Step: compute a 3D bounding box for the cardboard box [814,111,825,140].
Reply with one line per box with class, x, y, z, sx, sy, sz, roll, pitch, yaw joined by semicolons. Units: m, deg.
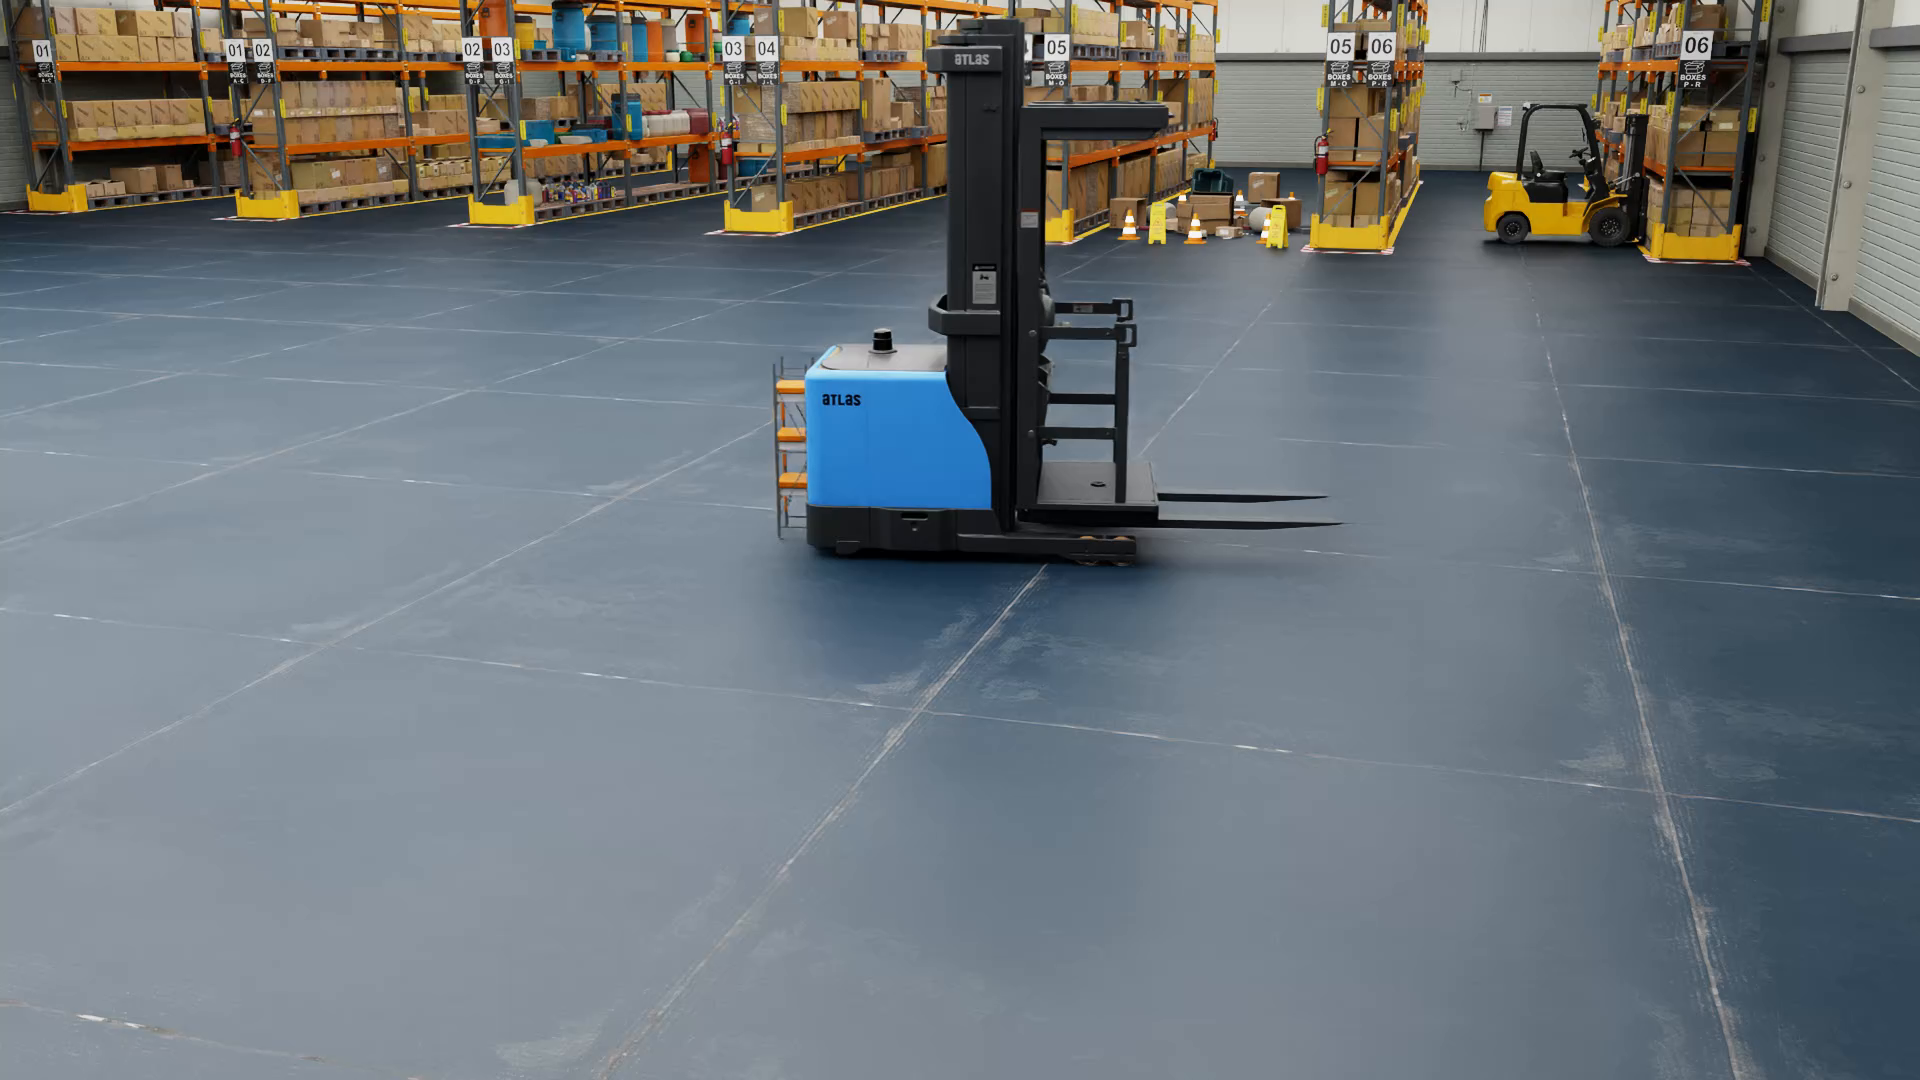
cardboard box;-2.927;-7.477;29.966;0.875;0.500;0.500;5;16;16

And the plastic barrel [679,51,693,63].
plastic barrel;-5.970;-10.524;36.223;0.294;0.245;0.294;0;16;0

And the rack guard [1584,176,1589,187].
rack guard;15.313;-8.558;39.085;1.175;0.500;0.348;5;16;16

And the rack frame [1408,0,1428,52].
rack frame;10.575;-13.051;39.349;1.000;3.000;0.127;5;16;16

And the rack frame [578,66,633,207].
rack frame;-7.086;-8.177;33.163;1.000;3.000;0.127;5;16;16

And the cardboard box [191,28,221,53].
cardboard box;-16.352;-10.776;35.874;0.500;0.500;0.500;7;17;24

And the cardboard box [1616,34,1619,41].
cardboard box;13.525;-10.197;33.750;0.380;0.149;0.250;4;16;15

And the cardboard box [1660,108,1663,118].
cardboard box;10.954;-6.549;25.506;0.380;0.149;0.250;5;17;17

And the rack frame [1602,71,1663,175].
rack frame;14.198;-8.734;35.125;1.000;3.000;0.127;5;16;16

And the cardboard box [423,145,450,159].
cardboard box;-14.000;-10.226;44.196;0.700;0.500;0.500;5;17;17

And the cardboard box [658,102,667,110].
cardboard box;-8.290;-11.612;45.088;0.500;0.500;0.500;5;17;18

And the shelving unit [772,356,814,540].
shelving unit;-0.968;-0.541;9.812;0.215;1.050;0.252;1;16;4

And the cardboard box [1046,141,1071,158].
cardboard box;1.315;-6.509;27.004;0.875;0.550;0.550;5;16;16

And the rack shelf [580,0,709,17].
rack shelf;-6.517;-11.048;34.342;1.077;0.370;4.000;5;16;16

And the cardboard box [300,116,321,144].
cardboard box;-12.681;-7.823;31.730;0.700;0.500;0.500;5;17;17

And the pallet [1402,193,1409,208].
pallet;8.598;-6.930;33.876;1.003;0.211;1.213;5;16;16

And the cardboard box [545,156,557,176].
cardboard box;-10.003;-8.983;39.779;0.500;0.500;0.500;4;16;15

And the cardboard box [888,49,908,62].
cardboard box;-1.373;-9.805;33.680;0.500;0.250;0.500;5;17;17

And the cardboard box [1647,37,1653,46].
cardboard box;11.946;-8.525;28.397;0.380;0.149;0.250;5;16;16

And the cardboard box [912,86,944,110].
cardboard box;-0.789;-9.731;36.618;0.797;0.503;0.637;5;17;17

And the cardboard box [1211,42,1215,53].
cardboard box;5.913;-11.993;40.477;0.500;0.250;0.500;4;16;14

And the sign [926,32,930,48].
sign;-0.680;-10.489;34.868;0.100;0.325;0.005;5;16;16

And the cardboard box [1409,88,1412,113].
cardboard box;8.808;-8.841;33.487;0.500;0.500;0.500;5;16;16

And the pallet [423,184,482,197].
pallet;-11.317;-7.737;36.720;1.003;0.211;1.213;5;16;16

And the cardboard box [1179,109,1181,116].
cardboard box;4.740;-9.580;37.254;0.380;0.149;0.250;5;17;18

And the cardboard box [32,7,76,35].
cardboard box;-17.379;-9.963;31.909;0.500;0.500;0.500;3;16;12

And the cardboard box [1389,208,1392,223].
cardboard box;6.817;-5.324;27.372;0.500;0.250;0.500;6;17;20

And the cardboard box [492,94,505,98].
cardboard box;-13.309;-12.095;46.426;0.980;0.700;0.700;5;17;18

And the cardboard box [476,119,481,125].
cardboard box;-11.137;-9.347;37.450;0.500;0.311;0.500;4;16;15

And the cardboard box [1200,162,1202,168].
cardboard box;5.643;-9.063;40.193;0.380;0.149;0.250;5;17;17

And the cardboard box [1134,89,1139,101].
cardboard box;3.103;-8.574;32.547;0.700;0.500;0.500;4;16;15

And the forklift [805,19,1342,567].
forklift;0.666;-1.413;9.438;3.031;2.935;1.130;1;16;4

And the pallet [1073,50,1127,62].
pallet;2.603;-8.977;30.835;0.805;0.209;1.217;4;16;14

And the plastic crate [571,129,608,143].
plastic crate;-7.140;-7.795;32.088;0.499;0.251;0.616;5;16;16

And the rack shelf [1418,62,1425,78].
rack shelf;10.006;-10.738;38.012;1.077;0.370;4.000;5;16;16

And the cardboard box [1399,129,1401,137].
cardboard box;7.625;-7.226;29.500;0.380;0.149;0.250;5;17;17

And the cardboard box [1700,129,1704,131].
cardboard box;11.322;-5.889;24.910;0.500;0.500;0.500;5;17;18

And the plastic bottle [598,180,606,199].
plastic bottle;-7.047;-6.874;32.615;0.144;0.351;0.185;4;16;13

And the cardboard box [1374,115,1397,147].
cardboard box;6.853;-6.675;27.137;0.500;0.500;0.500;4;16;15

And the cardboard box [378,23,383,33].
cardboard box;-14.687;-12.882;41.889;0.500;0.250;0.500;6;17;20

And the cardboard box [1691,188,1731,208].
cardboard box;11.106;-5.066;24.629;0.500;0.250;0.500;4;16;15

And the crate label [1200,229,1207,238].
crate label;3.916;-5.021;27.282;0.250;0.136;0.298;-4;16;-13

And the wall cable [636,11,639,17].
wall cable;-8.630;-17.149;50.236;3.097;2.526;0.112;5;16;16

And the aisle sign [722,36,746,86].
aisle sign;-3.779;-8.005;27.789;0.394;0.787;0.004;5;16;16

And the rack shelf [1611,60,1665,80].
rack shelf;13.630;-9.308;32.969;1.077;0.370;4.000;5;16;16

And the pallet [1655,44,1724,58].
pallet;11.707;-7.816;26.555;1.003;0.211;1.213;5;16;16

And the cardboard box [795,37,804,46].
cardboard box;-2.908;-8.565;28.578;0.380;0.149;0.250;5;17;18

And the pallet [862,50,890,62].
pallet;-2.059;-9.299;31.965;1.213;0.211;1.003;5;16;16

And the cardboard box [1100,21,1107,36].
cardboard box;2.208;-8.735;28.408;0.500;0.250;0.500;4;16;15
